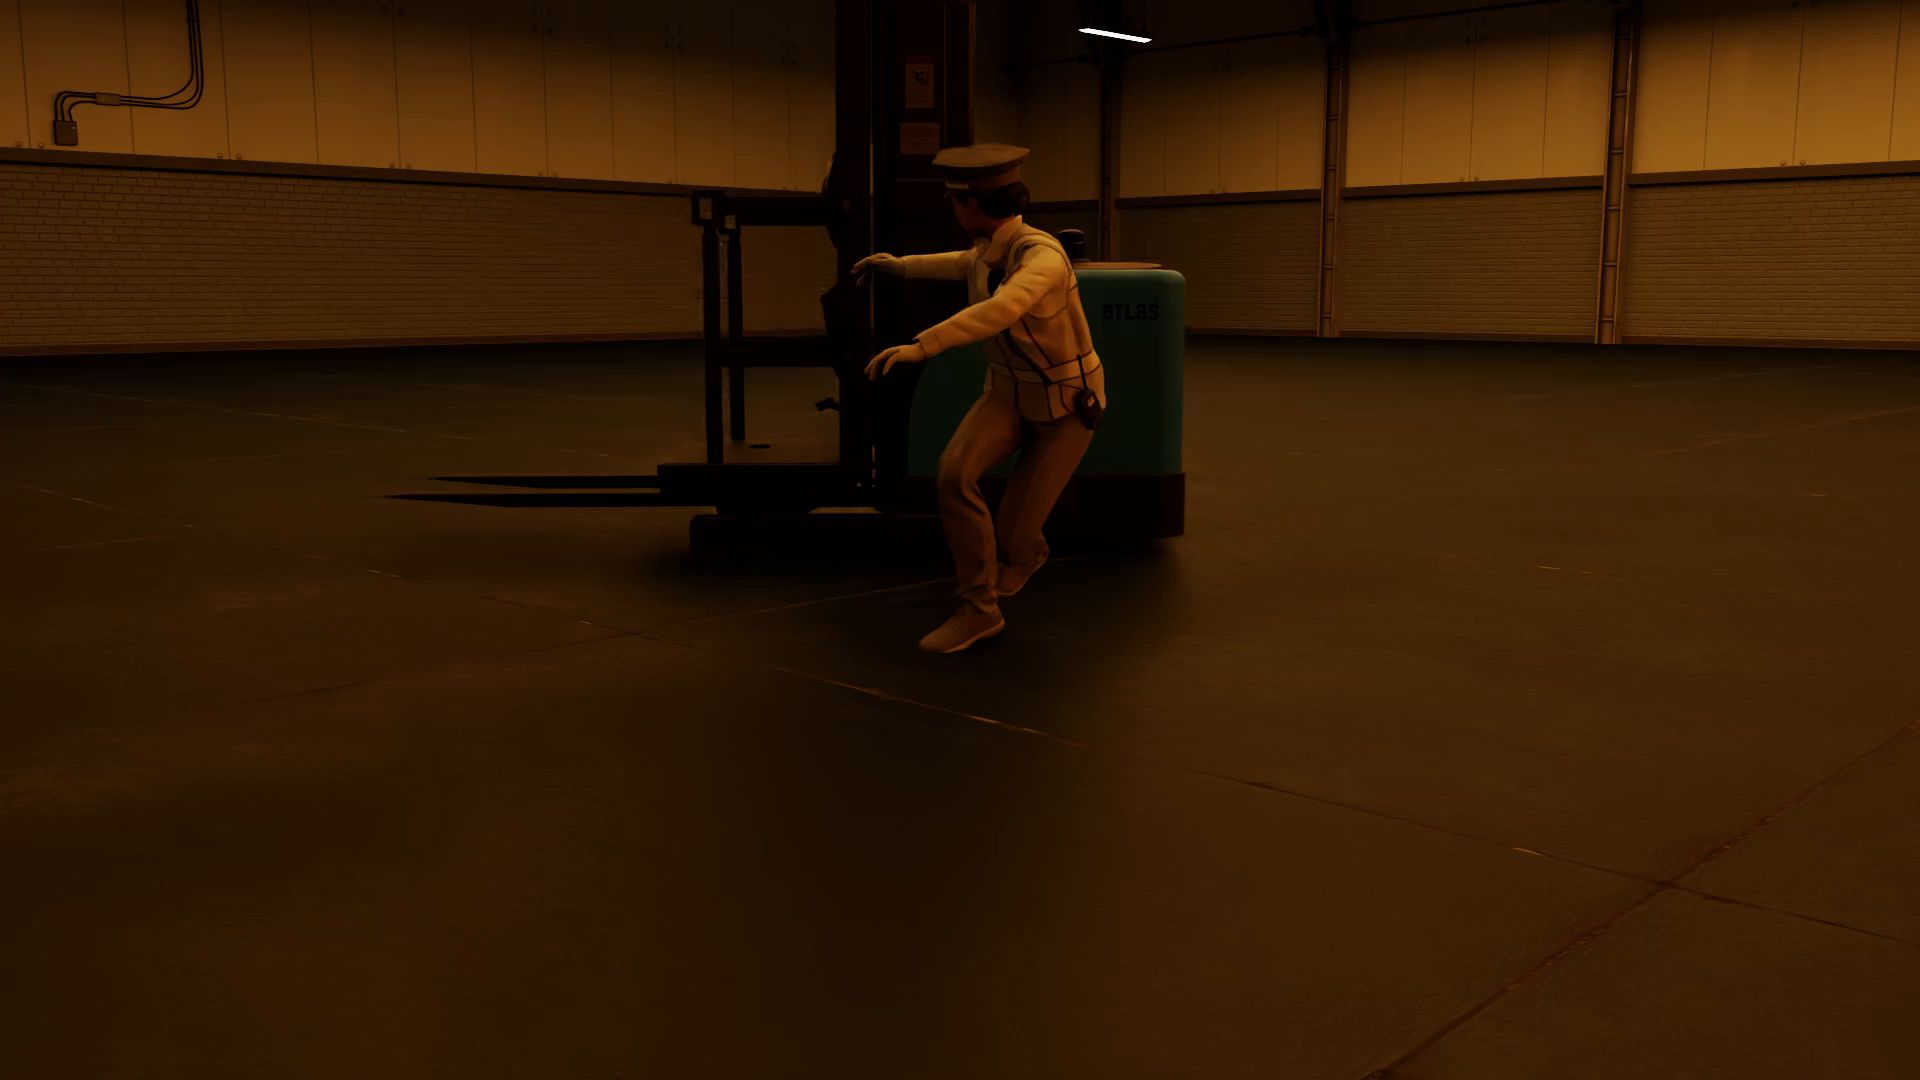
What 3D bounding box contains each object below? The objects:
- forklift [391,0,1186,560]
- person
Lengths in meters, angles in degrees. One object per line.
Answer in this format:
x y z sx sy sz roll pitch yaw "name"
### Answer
-0.671 -1.456 6.544 3.031 2.935 1.130 0 9 -3 "forklift"
-0.037 -0.398 4.716 0.760 1.423 1.047 7 11 40 "person"
